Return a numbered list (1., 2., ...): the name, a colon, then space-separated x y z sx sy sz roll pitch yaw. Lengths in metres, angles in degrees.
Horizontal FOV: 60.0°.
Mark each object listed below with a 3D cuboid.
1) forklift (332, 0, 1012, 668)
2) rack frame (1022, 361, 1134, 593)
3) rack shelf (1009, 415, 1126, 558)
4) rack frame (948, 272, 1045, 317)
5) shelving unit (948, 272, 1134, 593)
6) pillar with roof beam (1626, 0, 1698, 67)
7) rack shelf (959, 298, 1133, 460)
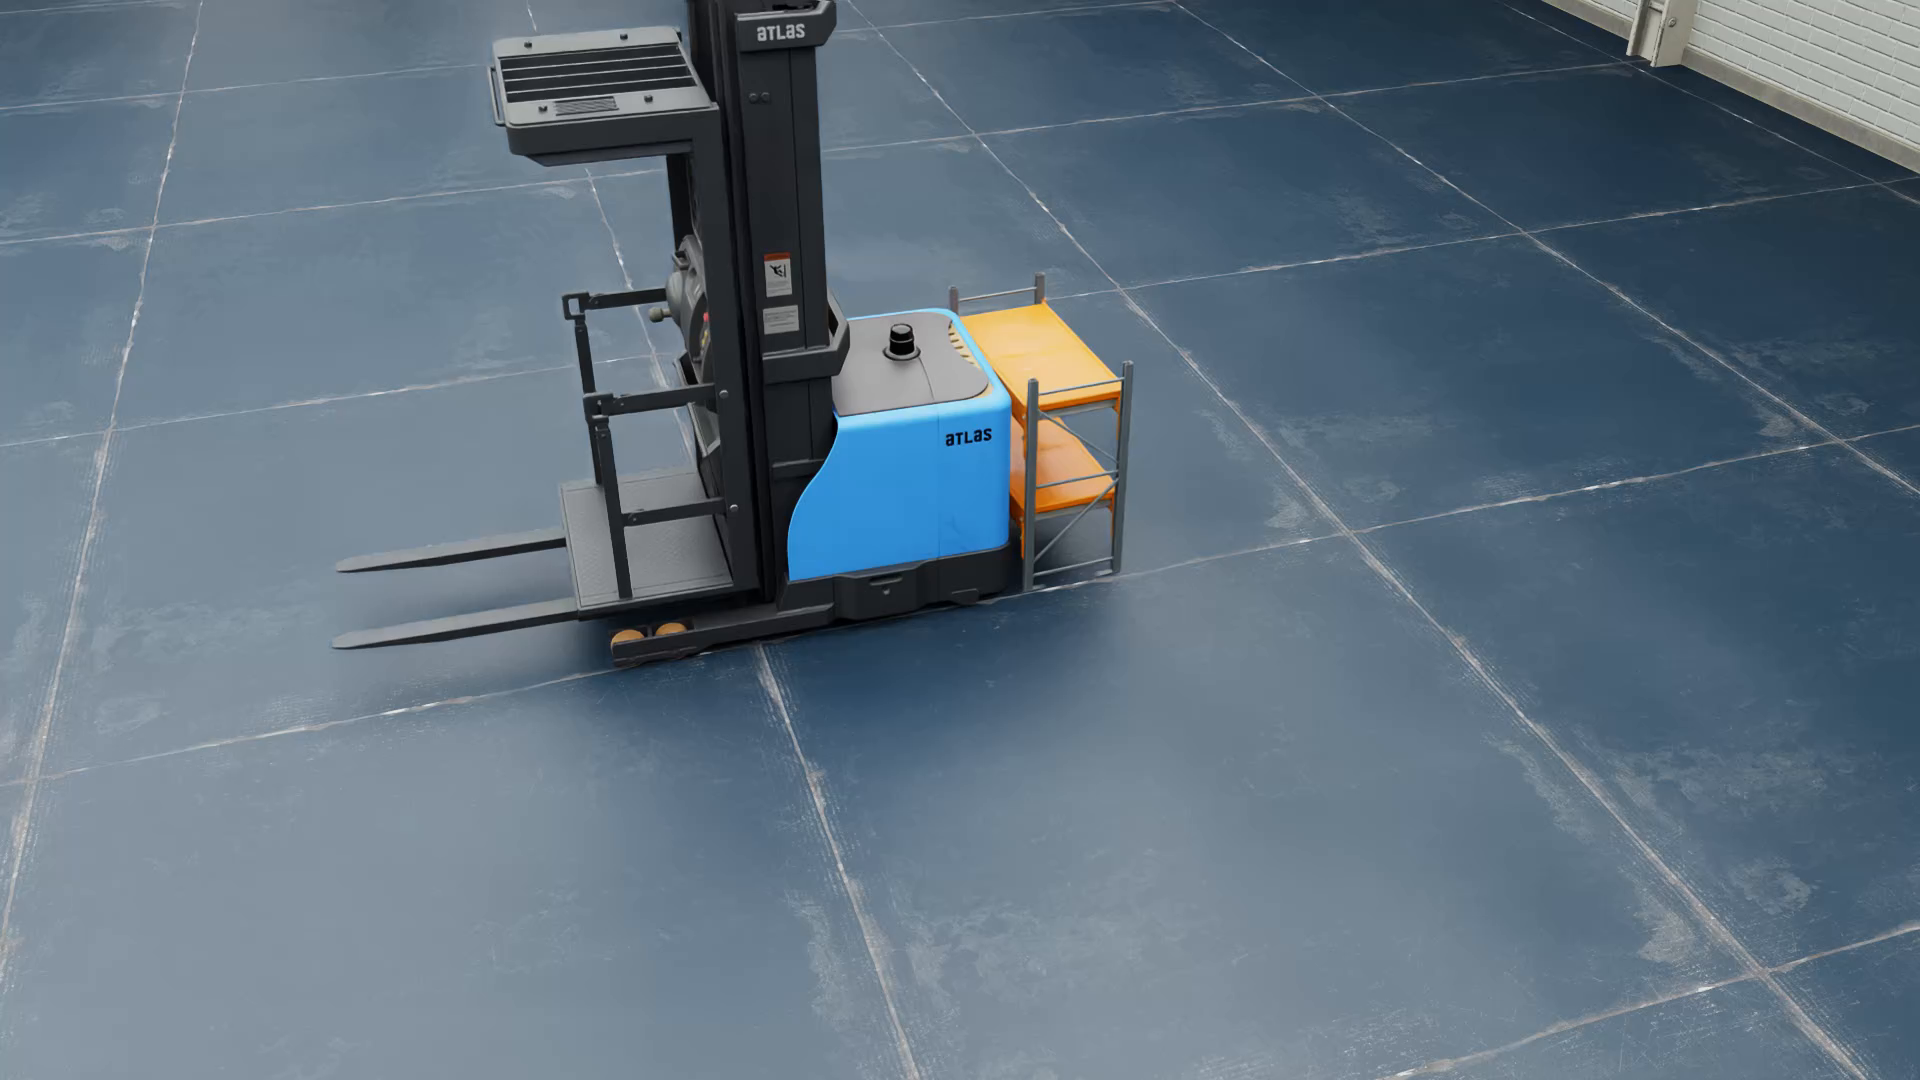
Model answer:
1. forklift: -1.336 -0.981 7.076 3.031 2.935 1.130 -9 35 -13
2. rack frame: 0.534 -0.276 7.647 0.500 1.125 0.032 -12 35 -17
3. rack shelf: 0.357 -0.335 8.180 0.538 0.278 1.000 -12 35 -17
4. rack frame: 0.180 -0.801 8.442 0.500 1.125 0.032 -12 35 -17
5. shelving unit: 0.357 -0.539 8.045 0.538 1.125 1.048 -12 35 -17
6. pillar with roof beam: 2.031 -7.279 11.103 9.100 9.000 0.400 -10 35 -15
7. rack shelf: 0.357 -0.783 7.883 0.538 0.278 1.000 -12 35 -17
